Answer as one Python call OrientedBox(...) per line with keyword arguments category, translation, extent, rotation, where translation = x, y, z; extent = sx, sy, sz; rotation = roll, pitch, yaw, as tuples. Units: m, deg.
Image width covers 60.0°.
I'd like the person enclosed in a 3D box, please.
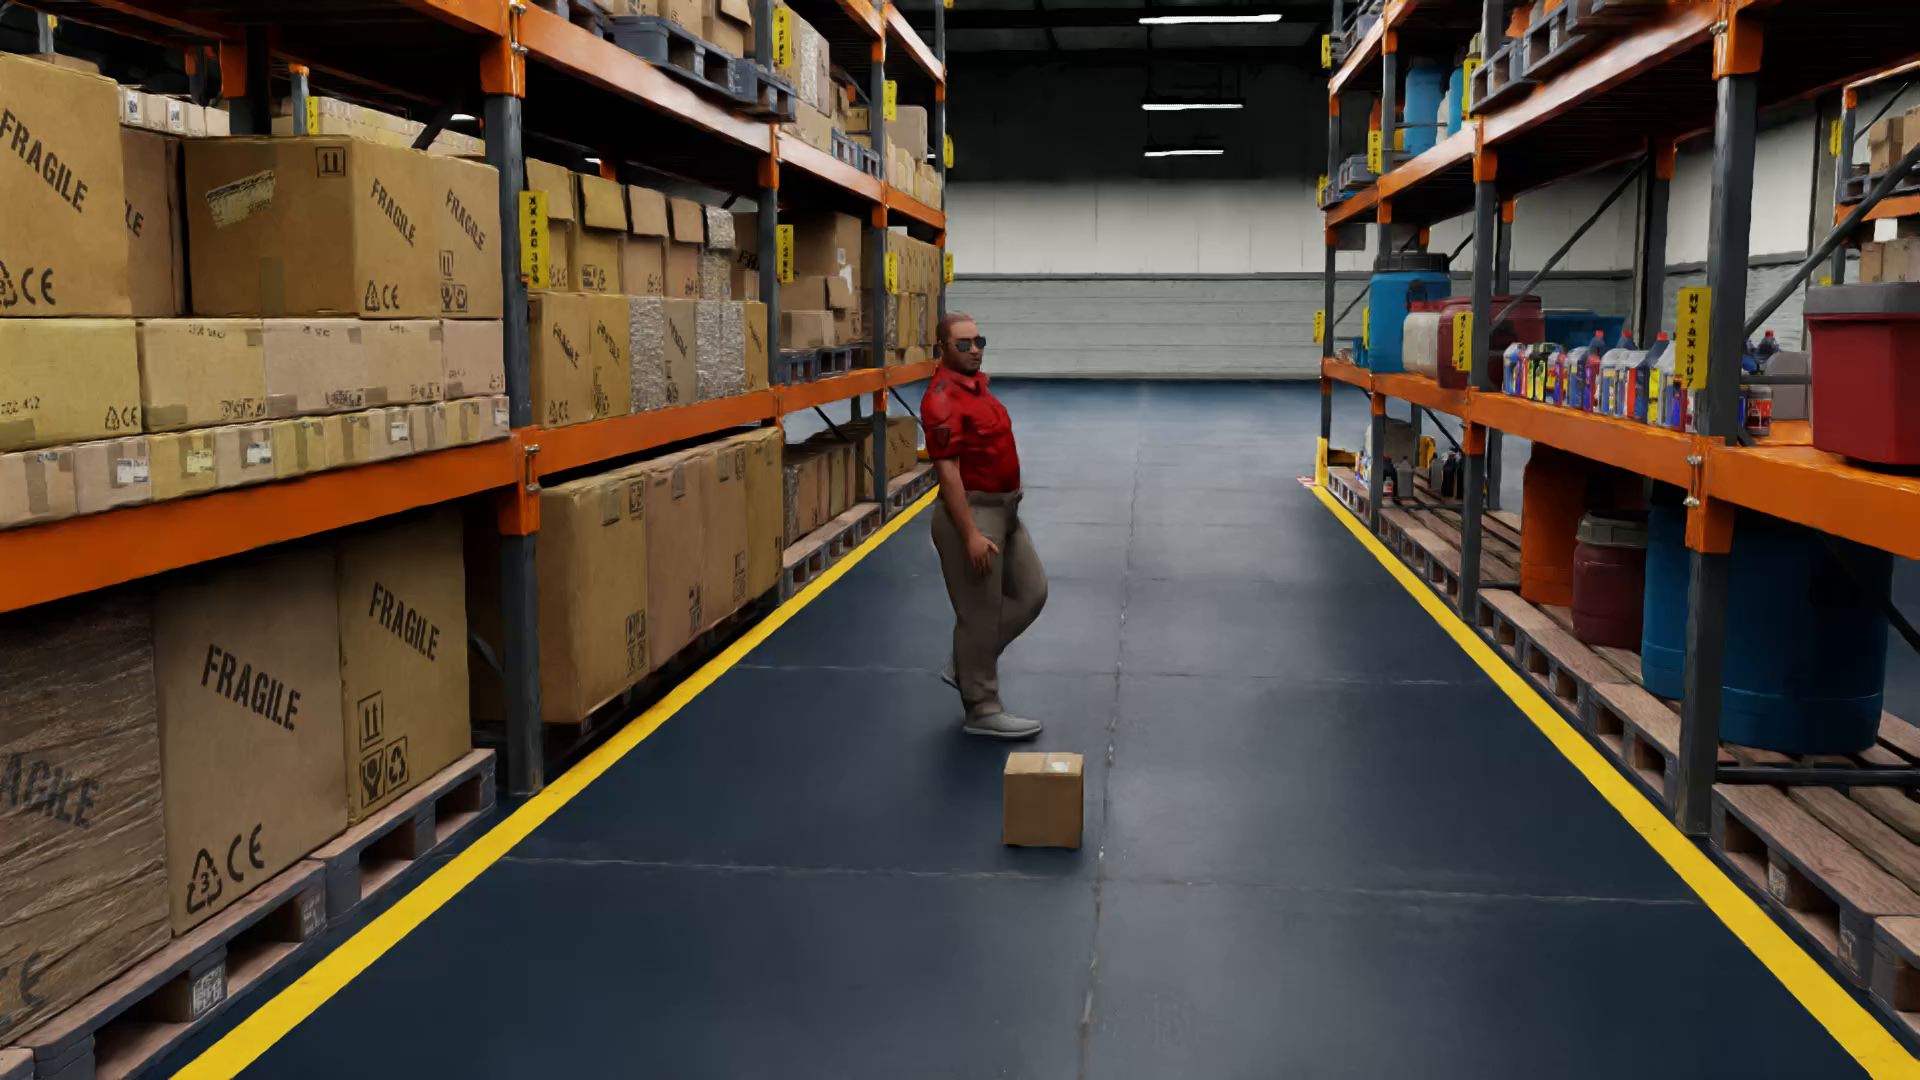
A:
OrientedBox(category="person", translation=(0.099, -0.057, 6.711), extent=(0.481, 1.717, 0.660), rotation=(2, 8, 18))
